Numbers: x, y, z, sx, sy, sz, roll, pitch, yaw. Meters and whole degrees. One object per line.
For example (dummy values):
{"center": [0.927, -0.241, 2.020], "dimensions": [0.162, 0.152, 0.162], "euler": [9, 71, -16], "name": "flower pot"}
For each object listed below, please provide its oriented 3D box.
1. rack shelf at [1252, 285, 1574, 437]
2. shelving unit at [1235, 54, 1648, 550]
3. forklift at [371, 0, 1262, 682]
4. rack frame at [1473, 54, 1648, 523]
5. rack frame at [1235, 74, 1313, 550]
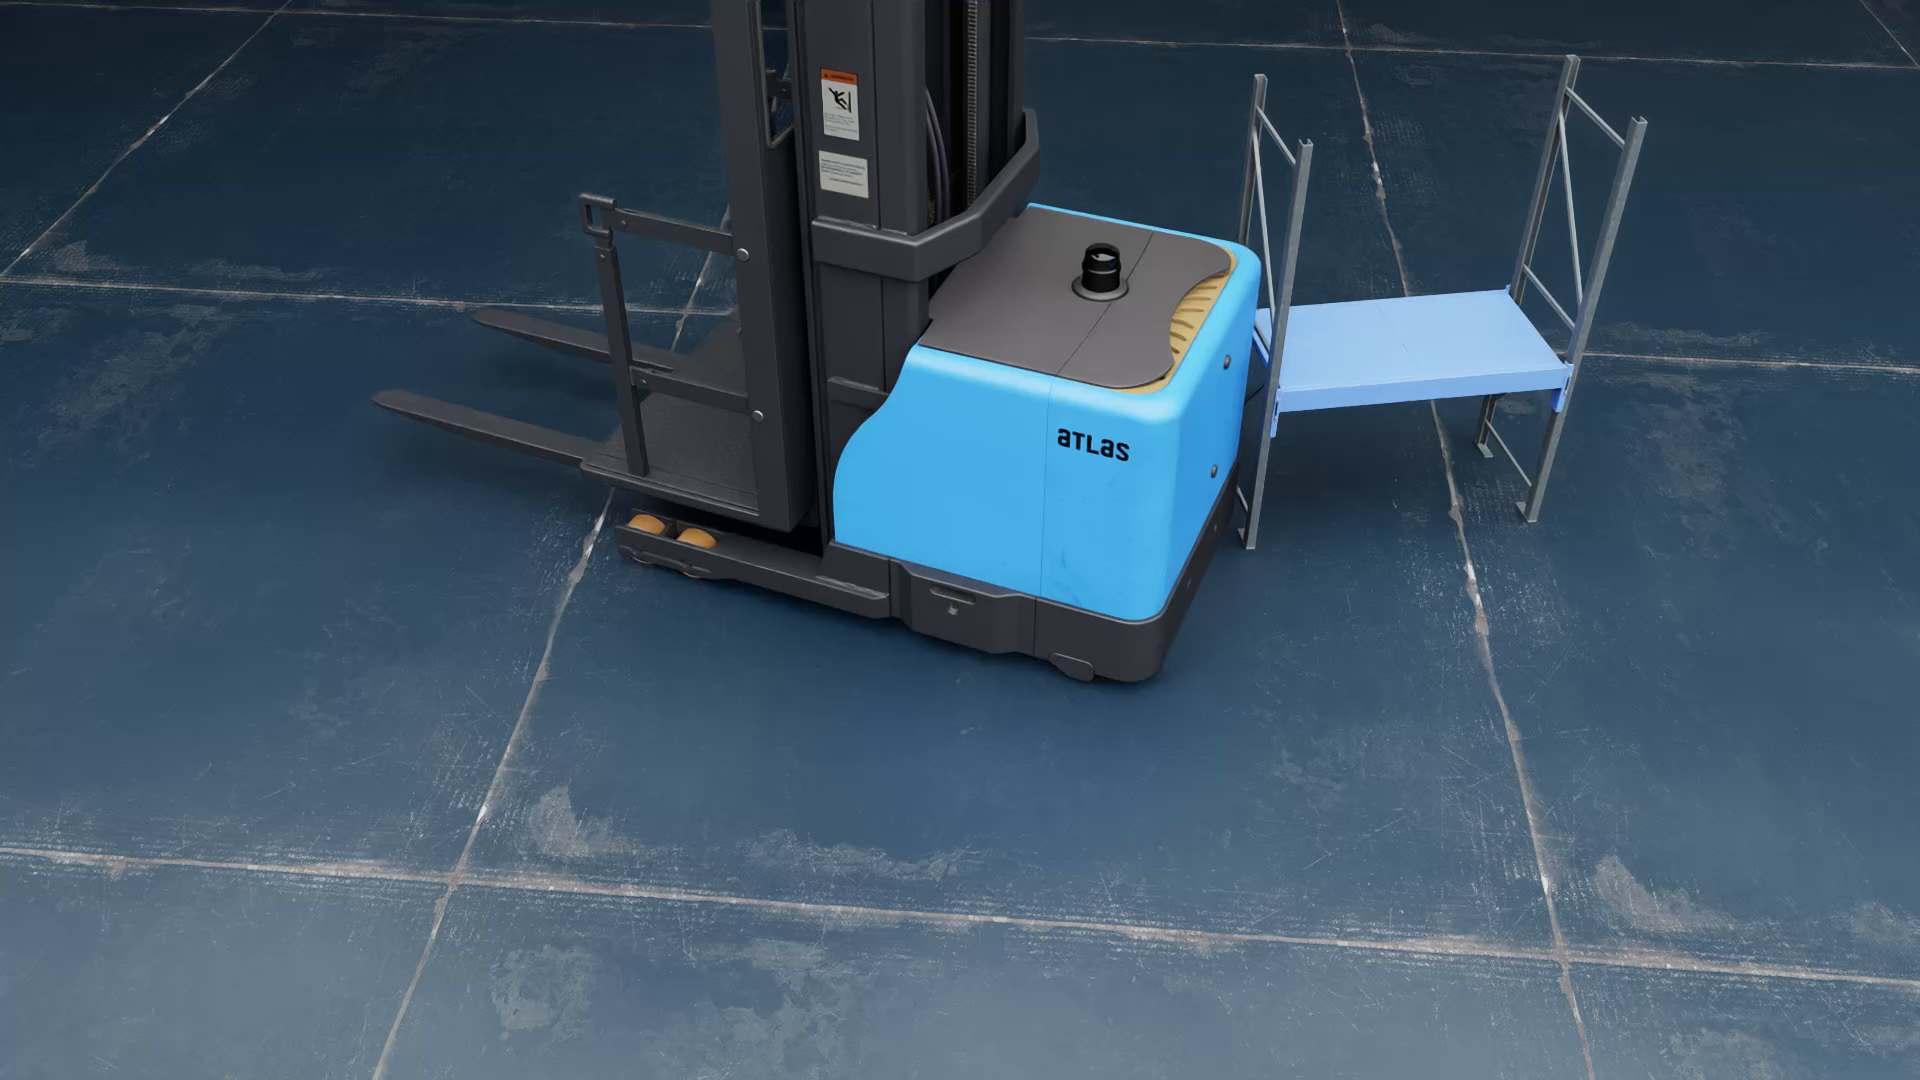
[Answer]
{"center": [1.464, -0.611, 5.597], "dimensions": [1.000, 0.185, 0.538], "euler": [-5, 39, -7], "name": "rack shelf"}
{"center": [1.464, -0.750, 5.484], "dimensions": [1.048, 1.500, 0.538], "euler": [-5, 39, -7], "name": "shelving unit"}
{"center": [-0.614, -1.300, 5.025], "dimensions": [3.031, 2.935, 1.130], "euler": [15, 41, 17], "name": "forklift"}
{"center": [1.967, -0.797, 5.541], "dimensions": [0.032, 1.500, 0.500], "euler": [-5, 39, -7], "name": "rack frame"}
{"center": [0.961, -0.703, 5.426], "dimensions": [0.032, 1.500, 0.500], "euler": [-5, 39, -7], "name": "rack frame"}
